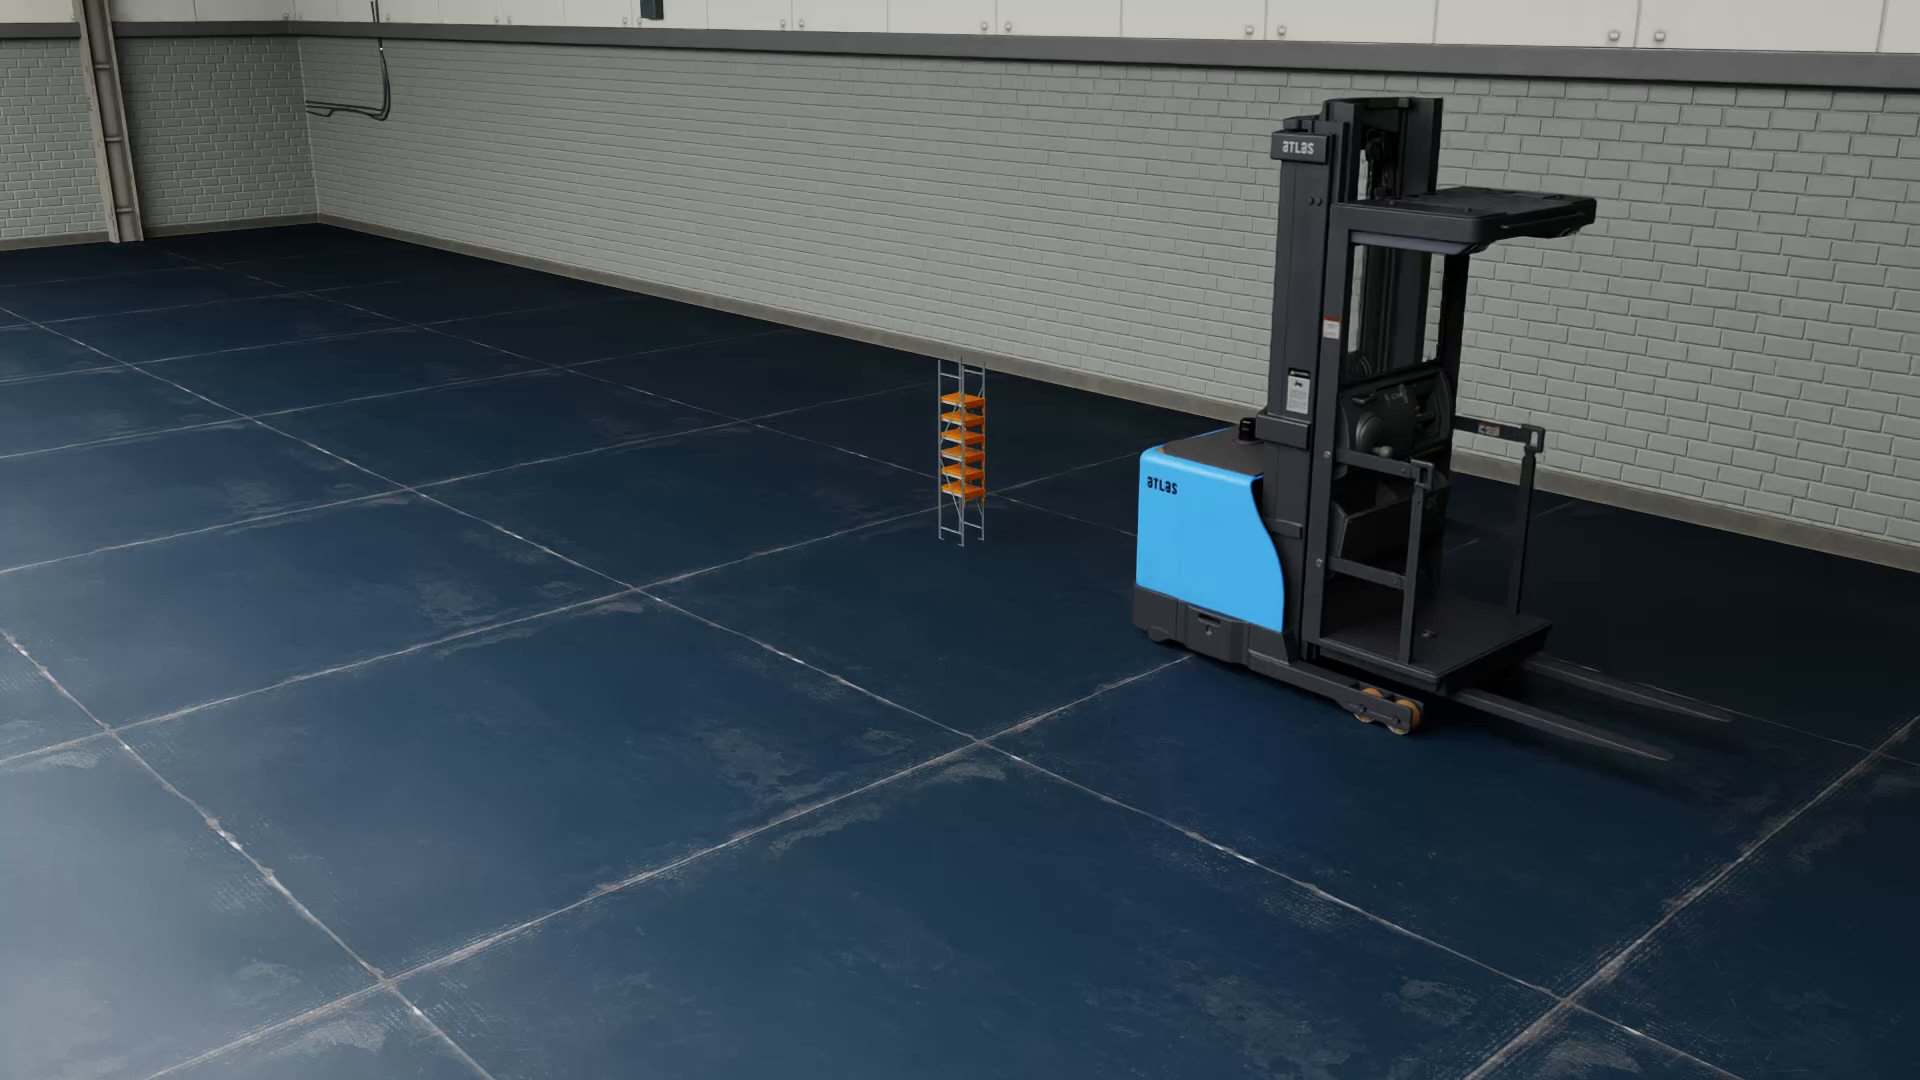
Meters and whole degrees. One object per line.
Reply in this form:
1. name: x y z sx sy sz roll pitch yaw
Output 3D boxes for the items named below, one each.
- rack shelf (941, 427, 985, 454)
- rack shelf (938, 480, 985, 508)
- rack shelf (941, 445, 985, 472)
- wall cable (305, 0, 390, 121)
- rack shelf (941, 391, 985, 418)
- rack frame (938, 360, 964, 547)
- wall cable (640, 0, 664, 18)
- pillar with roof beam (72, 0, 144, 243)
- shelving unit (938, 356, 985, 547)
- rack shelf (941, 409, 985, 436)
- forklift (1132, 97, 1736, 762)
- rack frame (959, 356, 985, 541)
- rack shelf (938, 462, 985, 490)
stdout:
1. rack shelf: 0.010 -0.646 10.786 0.180 0.103 0.258 -16 24 -41
2. rack shelf: 0.011 -0.303 10.897 0.180 0.103 0.258 -16 24 -41
3. rack shelf: 0.010 -0.532 10.823 0.180 0.103 0.258 -16 24 -41
4. wall cable: -9.323 -7.575 24.792 0.112 2.526 3.097 -16 24 -41
5. rack shelf: 0.010 -0.874 10.712 0.180 0.103 0.258 -16 24 -41
6. rack frame: -0.056 -0.554 10.749 0.006 1.200 0.240 -16 24 -41
7. wall cable: -2.812 -8.539 17.216 0.169 6.003 2.305 -16 24 -41
8. pillar with roof beam: -9.414 -7.759 20.326 0.400 9.000 9.100 -16 24 -41
9. shelving unit: 0.010 -0.574 10.809 0.189 1.200 0.258 -16 24 -41
10. rack shelf: 0.010 -0.760 10.749 0.180 0.103 0.258 -16 24 -41
11. forklift: 2.328 -0.628 8.168 1.130 2.935 3.031 -16 24 -40
12. rack frame: 0.077 -0.593 10.869 0.006 1.200 0.240 -16 24 -41
13. rack shelf: 0.010 -0.417 10.860 0.180 0.103 0.258 -16 24 -41
